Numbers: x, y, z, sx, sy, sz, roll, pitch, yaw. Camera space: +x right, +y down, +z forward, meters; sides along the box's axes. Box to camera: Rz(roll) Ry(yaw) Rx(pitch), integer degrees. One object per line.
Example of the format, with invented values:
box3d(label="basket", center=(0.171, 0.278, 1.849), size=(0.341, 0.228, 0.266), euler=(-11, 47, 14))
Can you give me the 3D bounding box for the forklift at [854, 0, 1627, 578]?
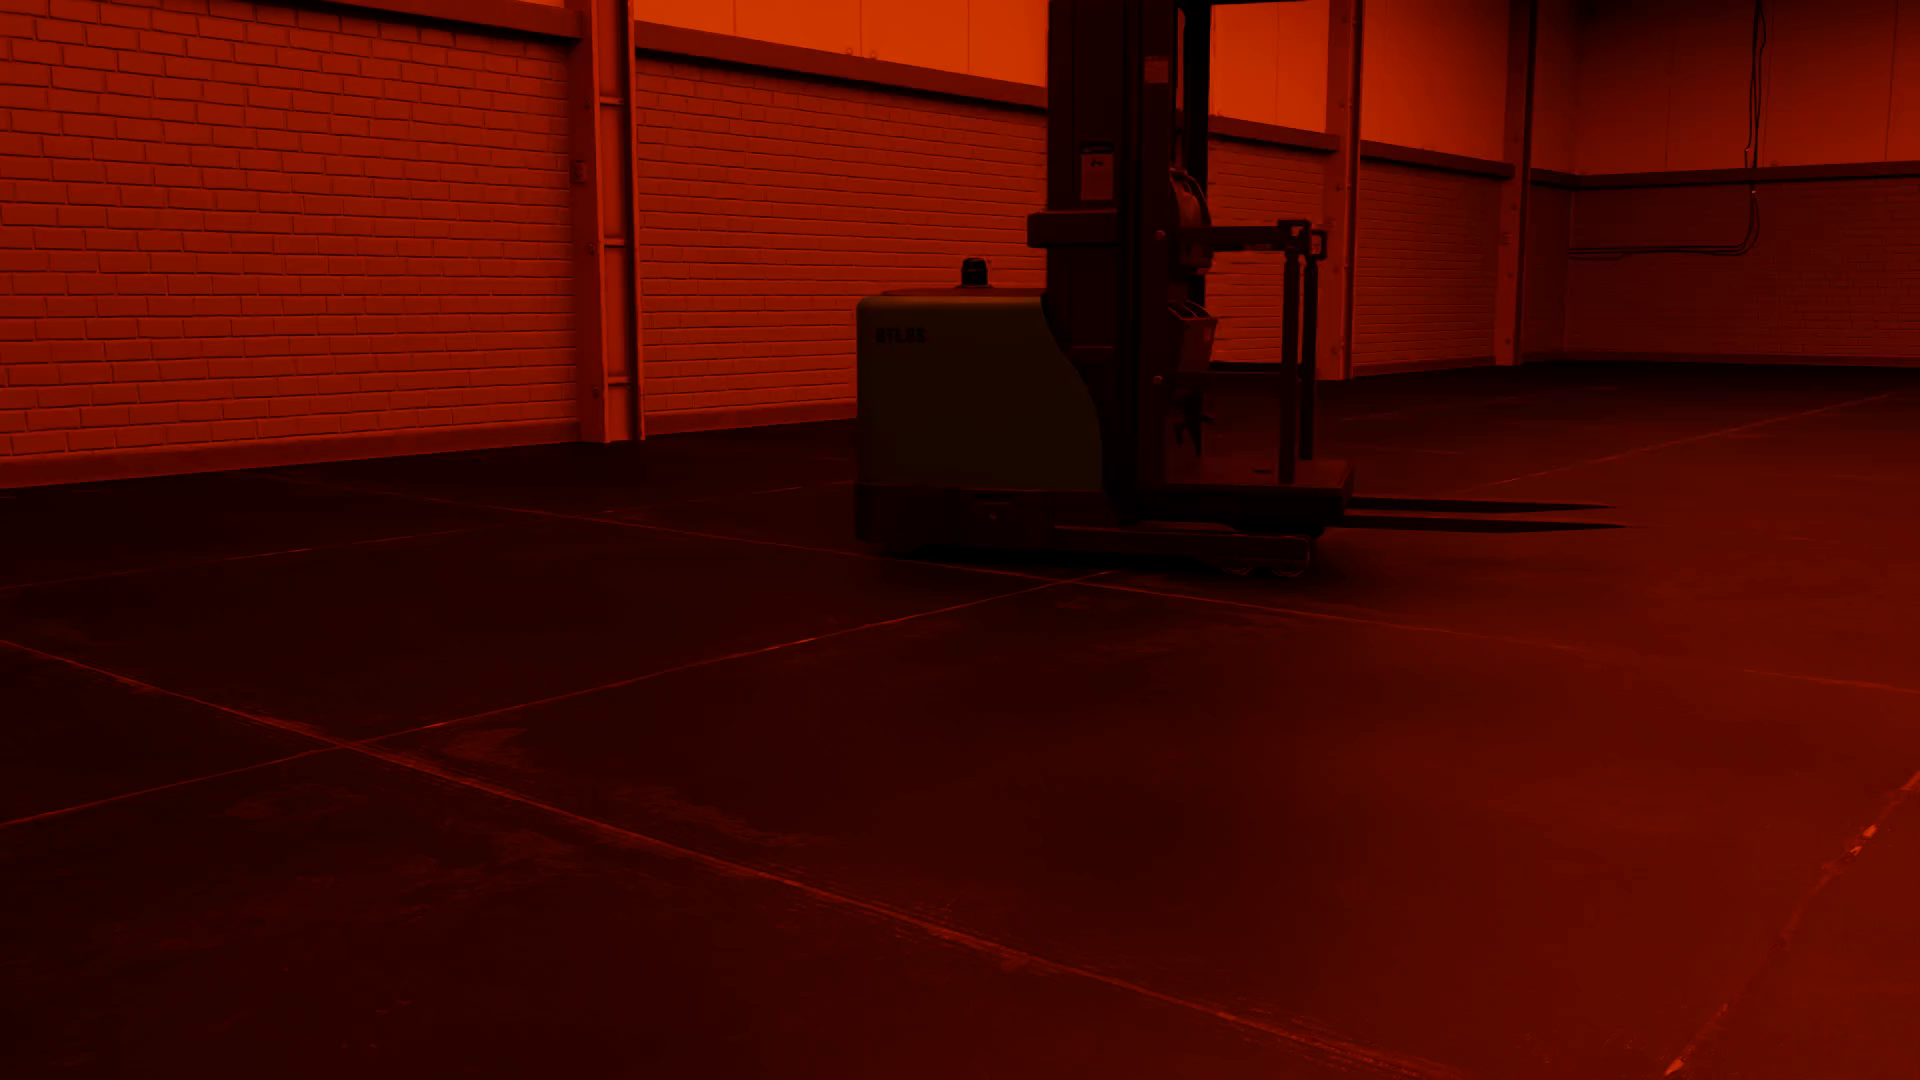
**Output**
box3d(label="forklift", center=(1.135, -1.390, 6.778), size=(3.031, 2.935, 1.130), euler=(2, 9, 16))
